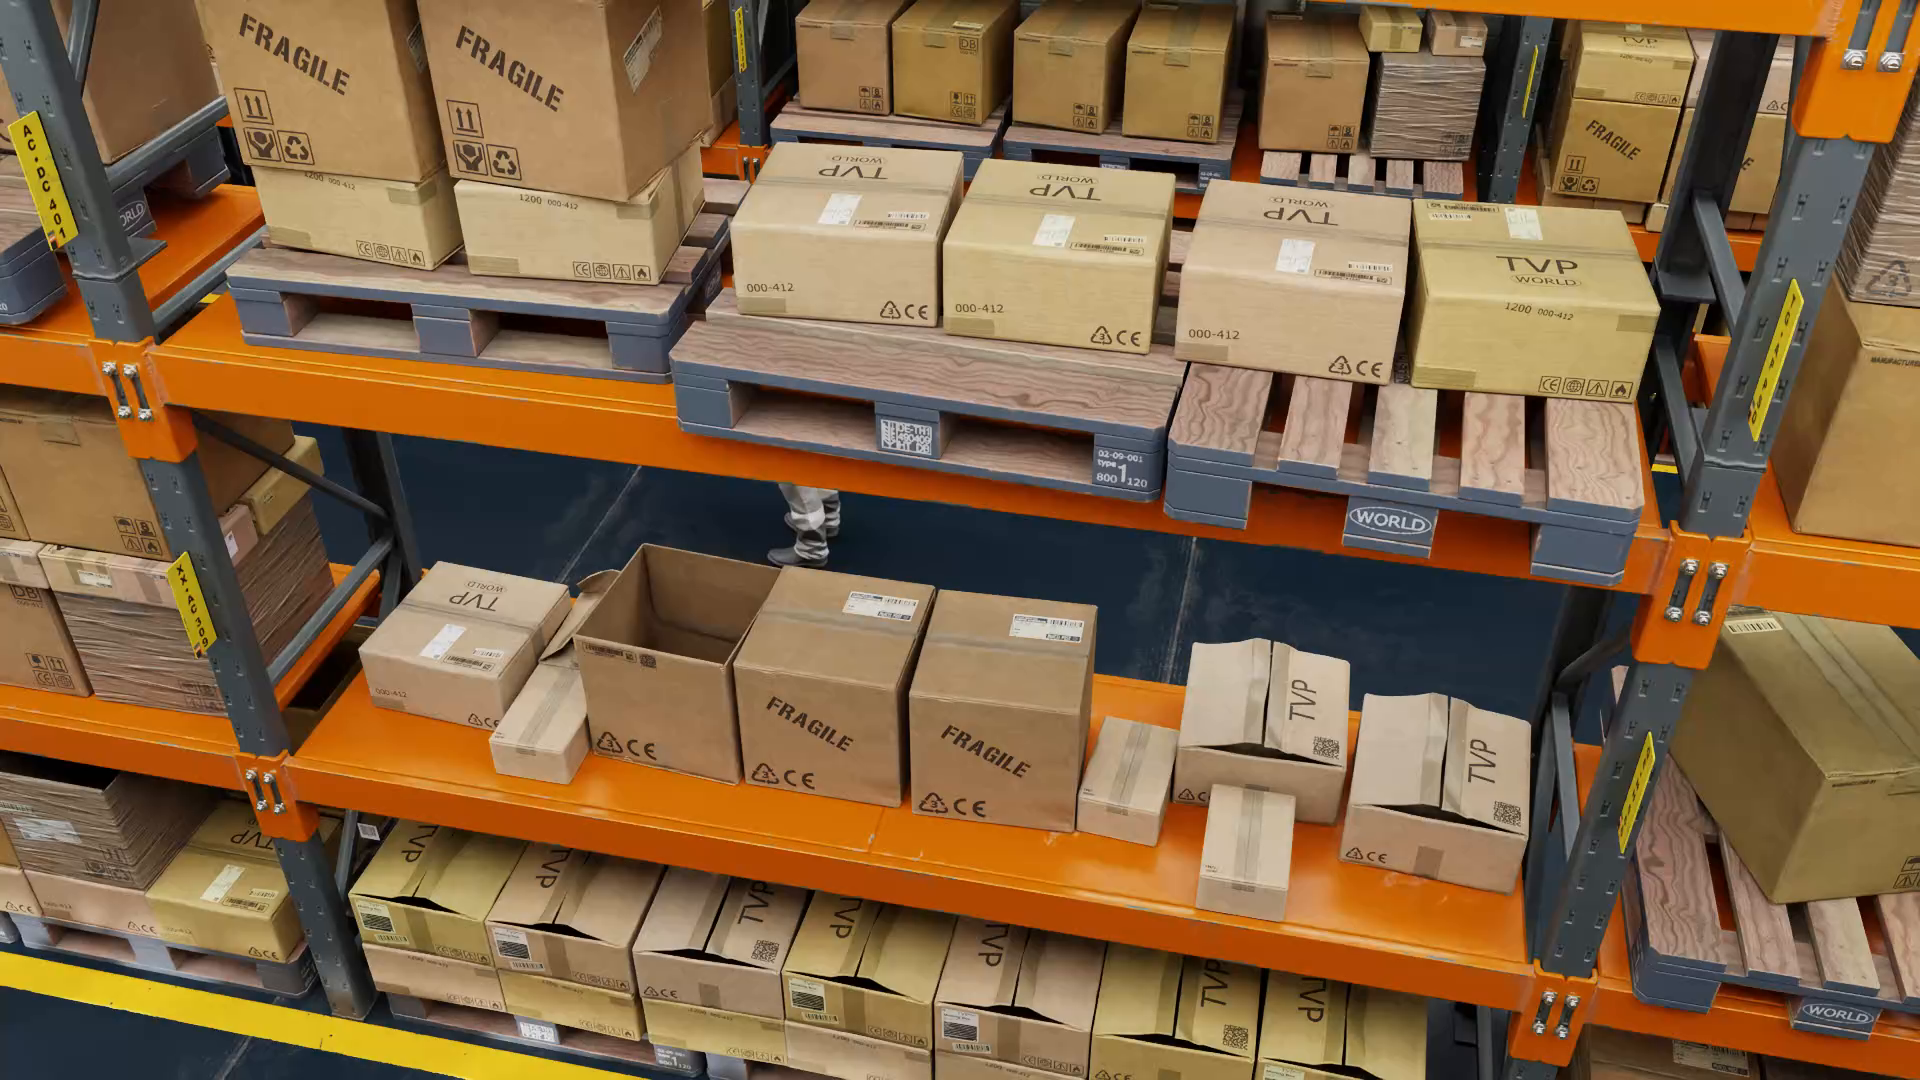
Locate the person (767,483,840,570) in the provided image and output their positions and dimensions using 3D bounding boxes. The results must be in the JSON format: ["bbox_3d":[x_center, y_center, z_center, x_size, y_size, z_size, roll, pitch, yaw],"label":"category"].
[{"bbox_3d":[-0.770,-0.669,7.856,0.449,1.791,0.537,7,37,9],"label":"person"}]
